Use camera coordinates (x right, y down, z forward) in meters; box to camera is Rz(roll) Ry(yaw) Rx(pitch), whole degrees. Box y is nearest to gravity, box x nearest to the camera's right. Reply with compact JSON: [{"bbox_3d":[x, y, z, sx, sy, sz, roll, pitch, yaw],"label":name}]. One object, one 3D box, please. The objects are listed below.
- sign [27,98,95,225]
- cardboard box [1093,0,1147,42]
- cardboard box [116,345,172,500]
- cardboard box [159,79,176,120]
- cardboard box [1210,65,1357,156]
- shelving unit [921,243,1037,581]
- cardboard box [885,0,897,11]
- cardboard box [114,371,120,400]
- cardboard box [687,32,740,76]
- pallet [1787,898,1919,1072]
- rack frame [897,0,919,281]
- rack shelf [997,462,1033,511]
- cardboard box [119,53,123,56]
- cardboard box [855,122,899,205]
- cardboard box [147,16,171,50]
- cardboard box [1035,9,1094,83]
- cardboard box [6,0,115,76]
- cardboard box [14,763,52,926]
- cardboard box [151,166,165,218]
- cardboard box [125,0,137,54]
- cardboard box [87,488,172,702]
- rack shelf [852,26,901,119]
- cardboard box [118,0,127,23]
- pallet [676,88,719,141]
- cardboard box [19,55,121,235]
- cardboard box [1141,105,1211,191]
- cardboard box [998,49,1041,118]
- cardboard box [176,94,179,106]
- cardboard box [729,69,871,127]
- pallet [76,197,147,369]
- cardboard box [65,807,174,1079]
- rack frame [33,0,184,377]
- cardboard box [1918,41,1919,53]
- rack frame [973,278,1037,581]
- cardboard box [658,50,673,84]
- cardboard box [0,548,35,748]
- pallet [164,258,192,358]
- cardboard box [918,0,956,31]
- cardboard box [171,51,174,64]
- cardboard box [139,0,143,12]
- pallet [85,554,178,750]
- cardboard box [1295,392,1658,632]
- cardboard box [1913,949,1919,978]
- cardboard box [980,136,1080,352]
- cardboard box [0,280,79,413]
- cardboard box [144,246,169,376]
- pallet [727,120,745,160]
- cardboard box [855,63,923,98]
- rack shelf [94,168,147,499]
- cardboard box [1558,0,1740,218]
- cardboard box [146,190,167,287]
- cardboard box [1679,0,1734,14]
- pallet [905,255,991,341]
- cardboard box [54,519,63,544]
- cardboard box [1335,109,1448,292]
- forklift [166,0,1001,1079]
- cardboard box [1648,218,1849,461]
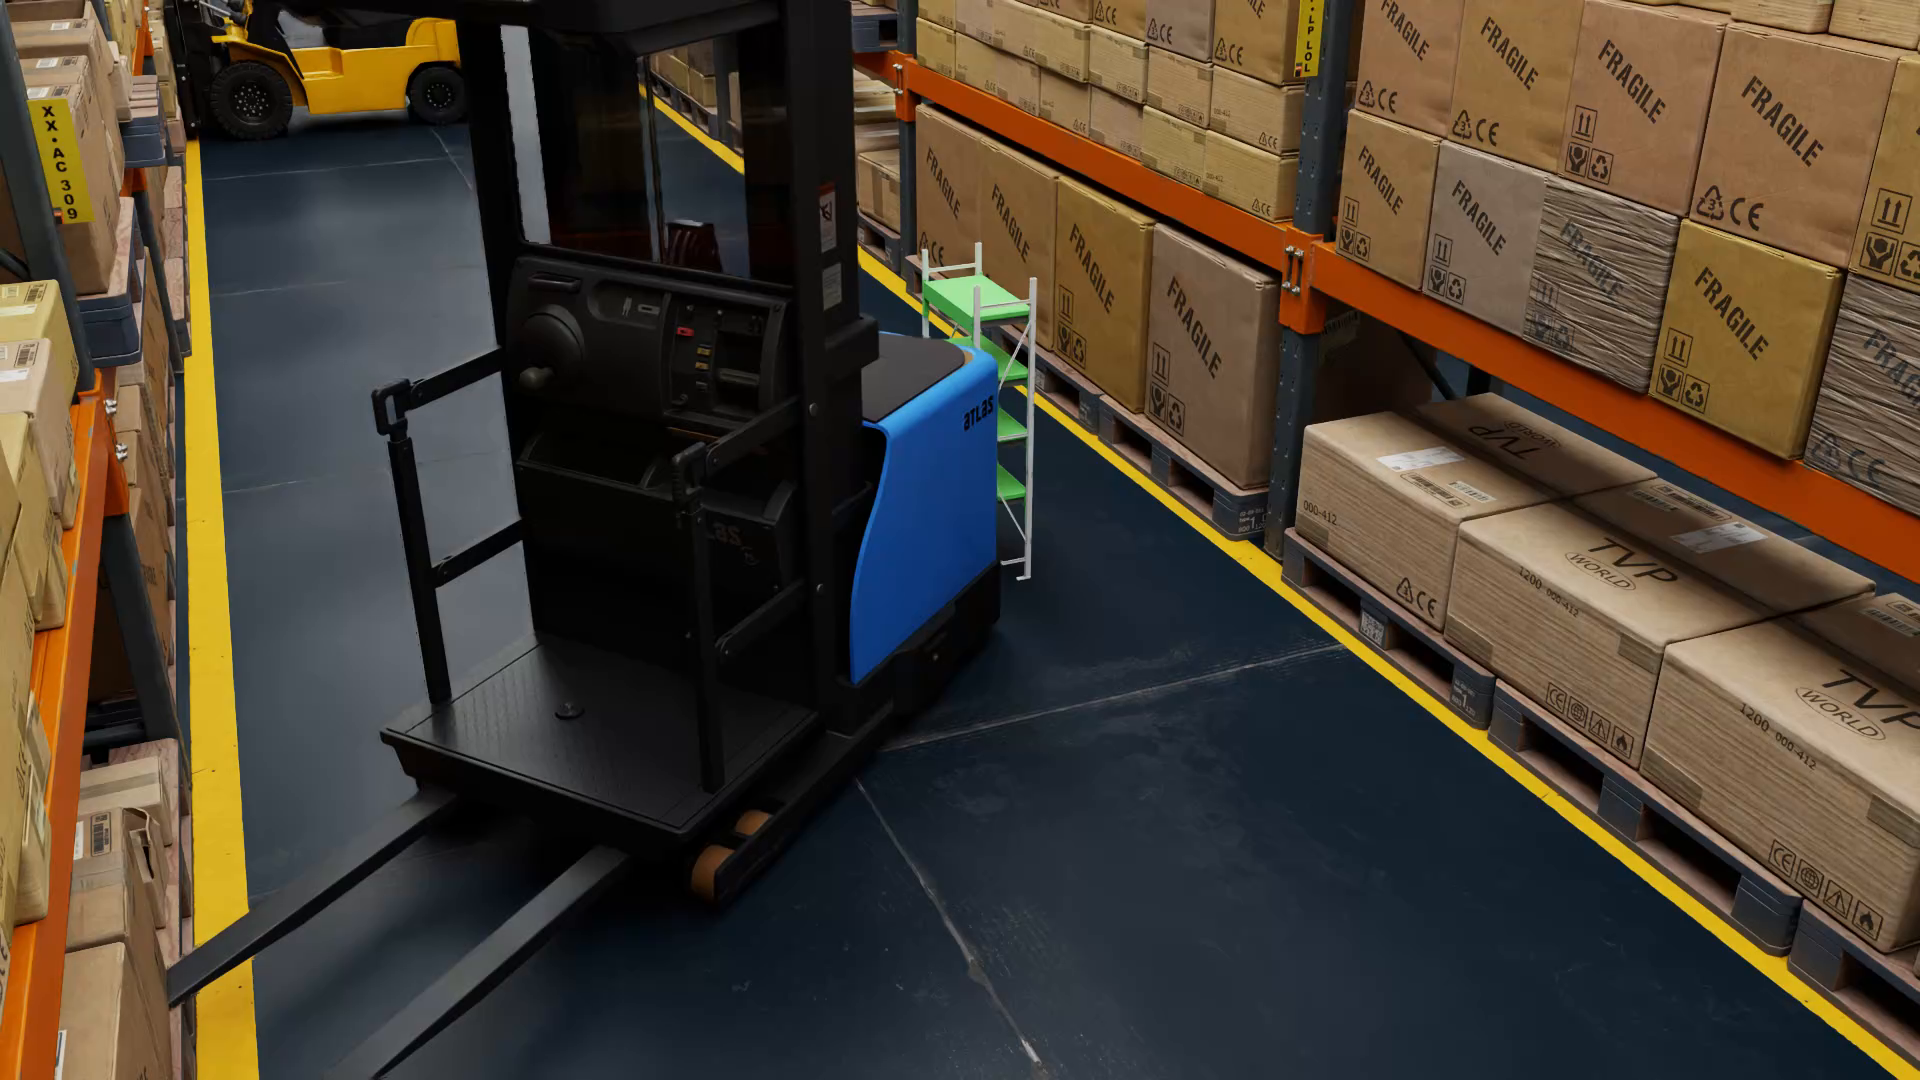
[{"bbox_3d":[-2.373,-0.996,4.385,0.100,0.325,0.005,-11,28,-21],"label":"sign"},{"bbox_3d":[0.901,-2.412,7.019,0.500,0.500,0.500,-10,28,-19],"label":"cardboard box"},{"bbox_3d":[-3.458,-0.436,6.595,0.500,0.500,0.500,-12,28,-22],"label":"cardboard box"},{"bbox_3d":[-5.907,-3.167,11.902,0.500,0.250,0.500,-11,28,-21],"label":"cardboard box"},{"bbox_3d":[1.300,-1.659,6.330,0.500,0.250,0.500,-11,28,-21],"label":"cardboard box"},{"bbox_3d":[0.065,-0.472,6.350,0.258,1.200,0.503,-11,28,-21],"label":"shelving unit"},{"bbox_3d":[-0.215,-3.148,9.586,0.380,0.149,0.250,-10,28,-19],"label":"cardboard box"},{"bbox_3d":[-3.334,-0.575,6.139,0.380,0.149,0.250,-10,28,-19],"label":"cardboard box"},{"bbox_3d":[-1.915,-4.078,13.484,0.500,0.500,0.500,-11,28,-21],"label":"cardboard box"},{"bbox_3d":[2.878,1.193,4.066,1.003,0.211,1.213,-11,28,-21],"label":"pallet"},{"bbox_3d":[0.130,-2.980,9.435,1.000,3.000,0.127,-11,28,-21],"label":"rack frame"},{"bbox_3d":[0.065,-0.199,6.483,0.258,0.148,0.480,-11,28,-21],"label":"rack shelf"},{"bbox_3d":[-4.384,-2.279,8.171,0.500,0.250,0.500,-10,28,-20],"label":"cardboard box"},{"bbox_3d":[-0.378,-2.514,10.997,0.950,0.372,0.625,-11,28,-22],"label":"cardboard box"},{"bbox_3d":[-6.299,-3.799,12.628,0.500,0.250,0.500,-10,28,-19],"label":"cardboard box"},{"bbox_3d":[0.673,-2.271,7.584,0.500,0.250,0.500,-10,28,-20],"label":"cardboard box"},{"bbox_3d":[-3.626,-1.734,6.286,0.797,0.503,0.637,-11,28,-22],"label":"cardboard box"},{"bbox_3d":[-1.638,0.508,2.576,0.380,0.149,0.250,-11,28,-22],"label":"cardboard box"},{"bbox_3d":[-5.490,-2.339,10.349,0.875,0.625,0.625,-11,28,-21],"label":"cardboard box"},{"bbox_3d":[-4.986,-2.900,9.441,0.500,0.250,0.500,-10,28,-19],"label":"cardboard box"},{"bbox_3d":[-2.851,0.190,5.313,0.500,0.500,0.500,-9,28,-18],"label":"cardboard box"},{"bbox_3d":[-0.653,-3.464,11.246,1.077,0.370,4.000,-11,28,-21],"label":"rack shelf"},{"bbox_3d":[-4.768,-2.921,8.915,0.500,0.250,0.500,-11,28,-22],"label":"cardboard box"},{"bbox_3d":[-1.732,-3.607,13.897,1.003,0.211,1.213,-11,28,-21],"label":"pallet"},{"bbox_3d":[-3.055,-1.187,5.170,0.700,0.500,0.500,-10,28,-20],"label":"cardboard box"},{"bbox_3d":[1.091,-1.641,6.864,0.500,0.250,0.500,-11,28,-21],"label":"cardboard box"},{"bbox_3d":[0.508,-2.255,8.120,0.500,0.250,0.500,-10,28,-19],"label":"cardboard box"},{"bbox_3d":[-6.100,-3.148,12.434,0.500,0.250,0.500,-11,28,-22],"label":"cardboard box"},{"bbox_3d":[-1.228,-3.391,12.794,0.950,0.372,0.625,-10,28,-20],"label":"cardboard box"},{"bbox_3d":[-3.081,-0.766,5.119,1.003,0.211,1.213,-11,28,-21],"label":"pallet"},{"bbox_3d":[-2.160,1.004,3.644,0.700,0.500,0.500,-12,28,-23],"label":"cardboard box"},{"bbox_3d":[-4.435,-2.126,7.685,1.000,3.000,0.127,-11,28,-21],"label":"rack frame"},{"bbox_3d":[2.388,-1.152,3.699,0.380,0.149,0.250,-10,28,-19],"label":"cardboard box"},{"bbox_3d":[0.160,-0.374,6.148,0.240,1.200,0.015,-11,28,-21],"label":"rack frame"},{"bbox_3d":[-2.328,-4.160,14.506,0.500,0.250,0.500,-10,28,-20],"label":"cardboard box"},{"bbox_3d":[-1.851,0.198,2.758,0.500,0.250,0.500,-11,28,-22],"label":"cardboard box"},{"bbox_3d":[-4.722,-1.212,8.991,1.003,0.211,1.213,-11,28,-21],"label":"pallet"},{"bbox_3d":[0.102,-2.890,8.852,0.500,0.250,0.500,-11,28,-21],"label":"cardboard box"},{"bbox_3d":[-6.490,-3.779,13.156,0.500,0.250,0.500,-11,28,-21],"label":"cardboard box"},{"bbox_3d":[-5.564,-3.515,10.701,0.500,0.250,0.500,-10,28,-19],"label":"cardboard box"},{"bbox_3d":[-3.222,0.420,5.649,1.003,0.211,1.213,-11,28,-21],"label":"pallet"},{"bbox_3d":[1.844,-0.131,6.041,0.875,0.438,0.875,-11,28,-21],"label":"cardboard box"},{"bbox_3d":[2.913,0.963,3.801,0.875,0.438,0.875,-12,28,-22],"label":"cardboard box"},{"bbox_3d":[0.670,-1.560,8.470,0.875,0.875,0.875,-10,28,-20],"label":"cardboard box"},{"bbox_3d":[-2.445,-0.414,4.010,0.500,0.250,0.500,-10,28,-19],"label":"cardboard box"},{"bbox_3d":[-4.072,-1.057,7.867,0.500,0.500,0.500,-10,28,-19],"label":"cardboard box"},{"bbox_3d":[-1.130,-3.028,12.711,1.003,0.211,1.213,-11,28,-21],"label":"pallet"},{"bbox_3d":[-0.604,-4.139,14.655,0.500,0.500,0.500,8,27,15],"label":"cardboard box"},{"bbox_3d":[-3.652,-0.995,6.189,1.077,0.370,4.000,-11,28,-21],"label":"rack shelf"},{"bbox_3d":[2.043,-1.212,4.560,0.500,0.500,0.500,-10,28,-20],"label":"cardboard box"},{"bbox_3d":[-4.667,-1.502,8.634,0.875,0.625,0.625,-10,28,-19],"label":"cardboard box"},{"bbox_3d":[2.128,-1.472,4.353,0.380,0.149,0.250,-11,28,-21],"label":"cardboard box"},{"bbox_3d":[0.370,-1.396,9.368,1.003,0.211,1.213,-11,28,-21],"label":"pallet"},{"bbox_3d":[-2.188,0.000,3.618,0.380,0.149,0.250,-10,28,-19],"label":"cardboard box"},{"bbox_3d":[1.640,-1.176,5.625,0.500,0.500,0.500,-10,28,-19],"label":"cardboard box"},{"bbox_3d":[-0.986,-0.519,4.473,1.130,2.935,3.031,13,29,25],"label":"forklift"},{"bbox_3d":[2.223,-0.562,4.368,0.500,0.500,0.500,-10,28,-19],"label":"cardboard box"}]
